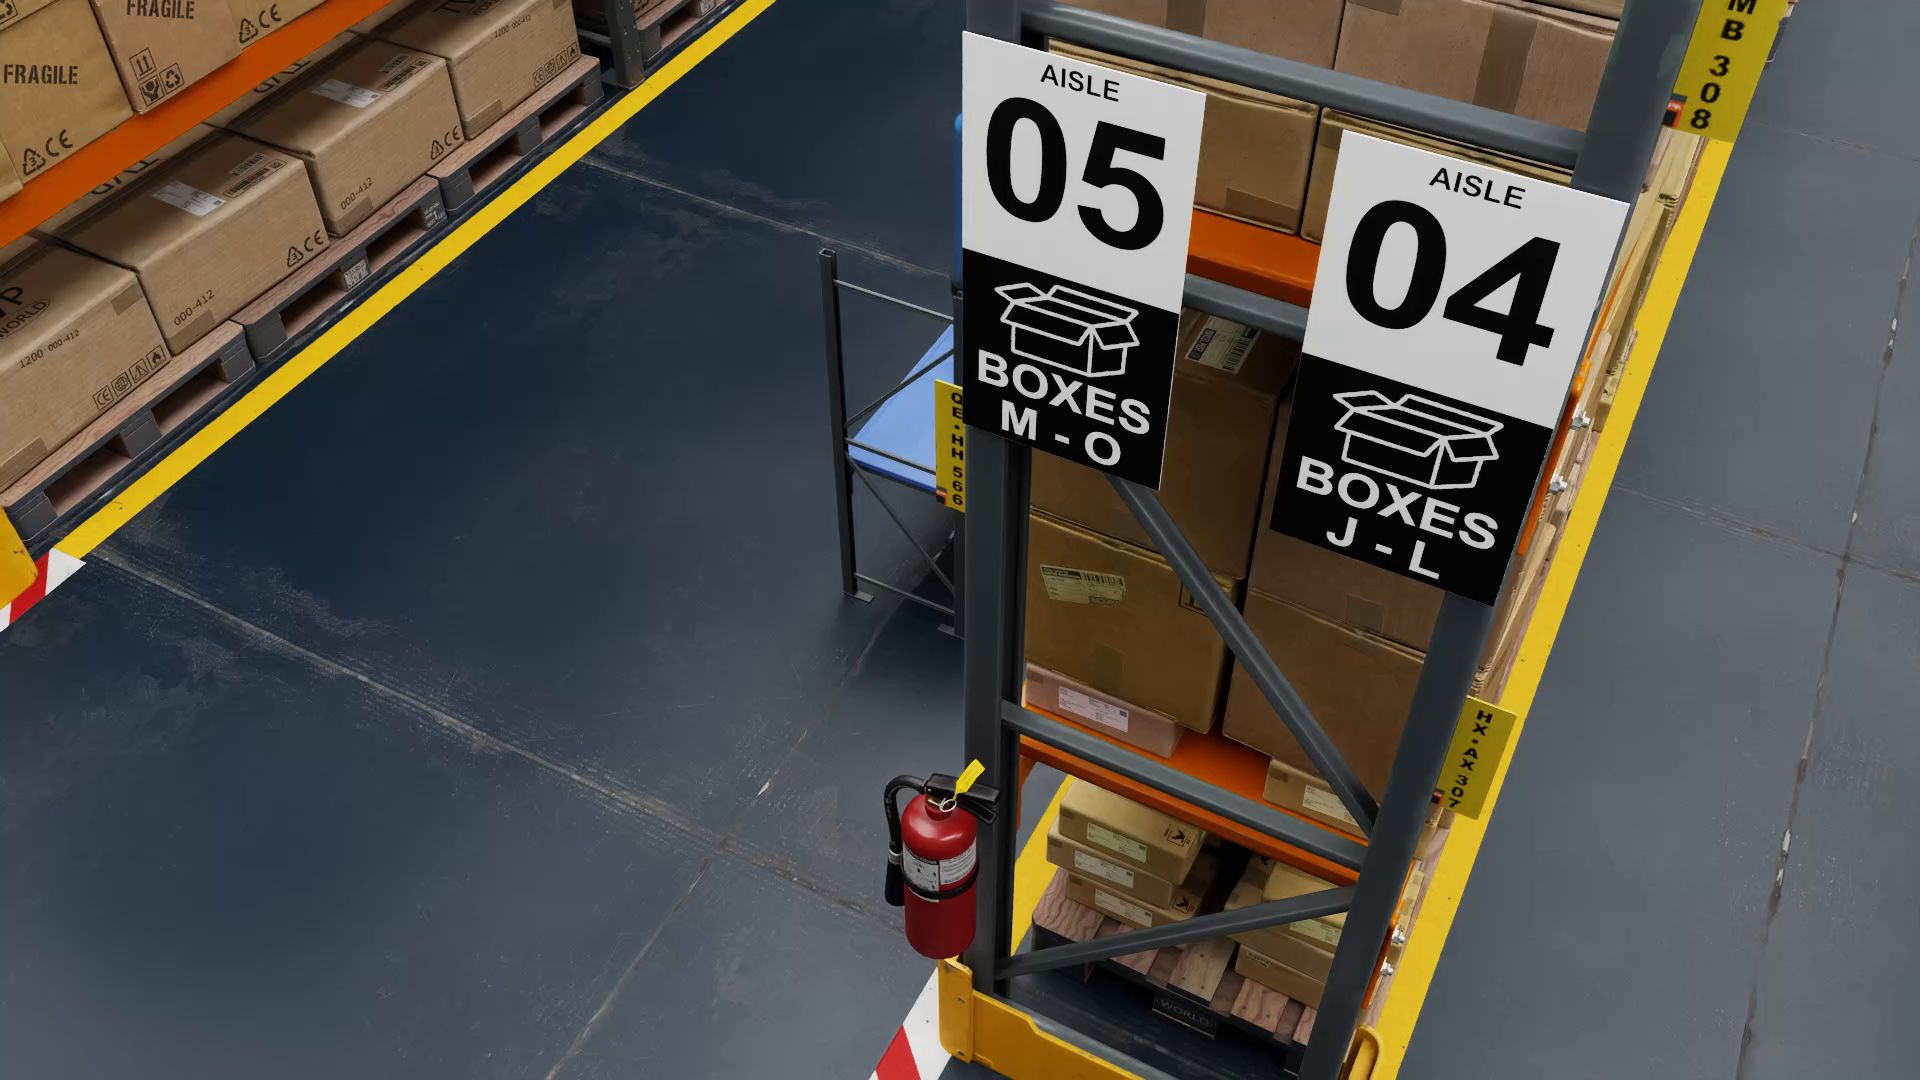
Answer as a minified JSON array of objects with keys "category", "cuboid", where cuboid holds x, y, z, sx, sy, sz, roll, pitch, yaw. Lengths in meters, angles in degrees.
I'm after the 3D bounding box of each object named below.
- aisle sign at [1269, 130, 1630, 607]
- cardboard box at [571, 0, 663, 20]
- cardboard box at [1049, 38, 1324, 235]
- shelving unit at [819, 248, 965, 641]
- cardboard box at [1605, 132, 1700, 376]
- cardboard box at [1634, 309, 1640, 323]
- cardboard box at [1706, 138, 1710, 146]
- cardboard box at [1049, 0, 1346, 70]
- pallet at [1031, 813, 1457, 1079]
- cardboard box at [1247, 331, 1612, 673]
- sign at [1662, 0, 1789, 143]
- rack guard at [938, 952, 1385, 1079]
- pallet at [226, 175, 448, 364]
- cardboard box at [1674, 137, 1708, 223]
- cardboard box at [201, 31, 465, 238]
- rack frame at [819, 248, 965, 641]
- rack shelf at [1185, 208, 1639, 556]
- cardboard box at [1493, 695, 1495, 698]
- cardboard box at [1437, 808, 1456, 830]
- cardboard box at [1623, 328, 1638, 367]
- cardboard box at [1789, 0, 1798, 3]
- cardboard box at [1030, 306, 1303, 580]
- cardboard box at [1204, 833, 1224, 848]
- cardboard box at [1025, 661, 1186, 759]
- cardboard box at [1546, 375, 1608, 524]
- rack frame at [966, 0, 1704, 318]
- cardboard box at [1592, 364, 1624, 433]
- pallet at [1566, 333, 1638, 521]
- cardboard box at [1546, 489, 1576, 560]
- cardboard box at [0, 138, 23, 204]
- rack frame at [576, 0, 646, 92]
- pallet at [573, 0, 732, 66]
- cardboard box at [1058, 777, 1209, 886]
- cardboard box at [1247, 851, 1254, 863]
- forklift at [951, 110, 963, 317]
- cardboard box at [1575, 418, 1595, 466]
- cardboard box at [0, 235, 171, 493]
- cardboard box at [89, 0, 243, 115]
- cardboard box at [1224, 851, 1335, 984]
[{"category":"aisle sign","cuboid":[0.711,-0.231,2.542,0.394,0.787,0.004,20,49,19]},{"category":"cardboard box","cuboid":[-1.878,-3.371,8.671,0.875,0.875,0.875,22,49,20]},{"category":"cardboard box","cuboid":[0.456,-0.838,2.966,0.500,0.250,0.500,19,48,18]},{"category":"shelving unit","cuboid":[0.040,-0.581,5.770,0.538,1.500,1.048,20,49,19]},{"category":"cardboard box","cuboid":[1.412,-0.789,3.939,0.500,0.500,0.500,19,48,18]},{"category":"cardboard box","cuboid":[2.471,-0.929,6.559,0.380,0.149,0.250,21,49,20]},{"category":"cardboard box","cuboid":[3.158,-1.963,7.544,0.500,0.500,0.500,23,50,21]},{"category":"cardboard box","cuboid":[0.467,-1.014,2.788,0.500,0.250,0.500,19,48,18]},{"category":"pallet","cuboid":[0.923,0.970,5.143,1.003,0.211,1.213,20,49,19]},{"category":"cardboard box","cuboid":[0.923,-0.149,3.306,0.500,0.500,0.500,20,49,19]},{"category":"sign","cuboid":[0.960,-0.645,2.055,0.100,0.325,0.005,20,49,19]},{"category":"rack guard","cuboid":[0.514,1.368,4.546,1.175,0.500,0.348,20,49,19]},{"category":"pallet","cuboid":[-3.083,-1.348,7.434,1.003,0.211,1.213,20,49,19]},{"category":"cardboard box","cuboid":[2.119,-1.397,5.243,0.500,0.500,0.500,19,48,18]},{"category":"cardboard box","cuboid":[-2.897,-1.876,7.501,0.875,0.438,0.875,19,48,18]},{"category":"rack frame","cuboid":[-0.196,-0.261,5.453,0.500,1.500,0.032,20,49,19]},{"category":"rack shelf","cuboid":[1.407,-1.524,4.044,1.077,0.370,4.000,20,49,19]},{"category":"cardboard box","cuboid":[1.173,0.204,4.116,0.380,0.149,0.250,19,48,18]},{"category":"cardboard box","cuboid":[1.275,0.635,4.804,0.380,0.149,0.250,20,49,19]},{"category":"cardboard box","cuboid":[2.456,-0.768,6.610,0.380,0.149,0.250,21,49,20]},{"category":"cardboard box","cuboid":[2.926,-2.138,6.136,0.380,0.149,0.250,18,48,17]},{"category":"cardboard box","cuboid":[0.471,-0.324,3.479,0.500,0.500,0.500,20,49,18]},{"category":"cardboard box","cuboid":[0.640,0.714,4.936,0.380,0.149,0.250,19,48,18]},{"category":"cardboard box","cuboid":[0.380,0.327,3.994,0.380,0.149,0.250,21,49,19]},{"category":"cardboard box","cuboid":[1.397,-0.444,4.300,0.500,0.500,0.500,21,49,20]},{"category":"rack frame","cuboid":[0.479,-1.571,1.476,1.000,3.000,0.127,20,49,19]},{"category":"cardboard box","cuboid":[2.248,-0.580,6.214,0.380,0.149,0.250,19,48,18]},{"category":"pallet","cuboid":[2.055,-0.568,6.662,1.003,0.211,1.213,20,49,19]},{"category":"cardboard box","cuboid":[1.975,-0.116,5.965,0.380,0.149,0.250,20,49,19]},{"category":"cardboard box","cuboid":[-3.475,-1.276,5.332,0.500,0.500,0.500,20,49,19]},{"category":"rack frame","cuboid":[-2.095,-3.553,7.653,1.000,3.000,0.127,20,49,19]},{"category":"pallet","cuboid":[-1.804,-3.084,9.150,1.003,0.211,1.213,20,49,19]},{"category":"cardboard box","cuboid":[0.500,0.766,4.675,0.380,0.149,0.250,21,49,19]},{"category":"cardboard box","cuboid":[1.055,0.976,4.886,0.380,0.149,0.250,20,49,19]},{"category":"forklift","cuboid":[1.108,-2.637,6.796,1.130,2.935,3.031,21,49,20]},{"category":"cardboard box","cuboid":[1.975,-0.355,5.783,0.380,0.149,0.250,18,48,17]},{"category":"cardboard box","cuboid":[-3.734,-0.729,6.368,0.875,0.438,0.875,19,48,18]},{"category":"cardboard box","cuboid":[-3.013,-1.918,5.967,0.500,0.500,0.500,20,49,19]},{"category":"cardboard box","cuboid":[0.950,1.042,4.611,0.380,0.149,0.250,22,49,21]}]
